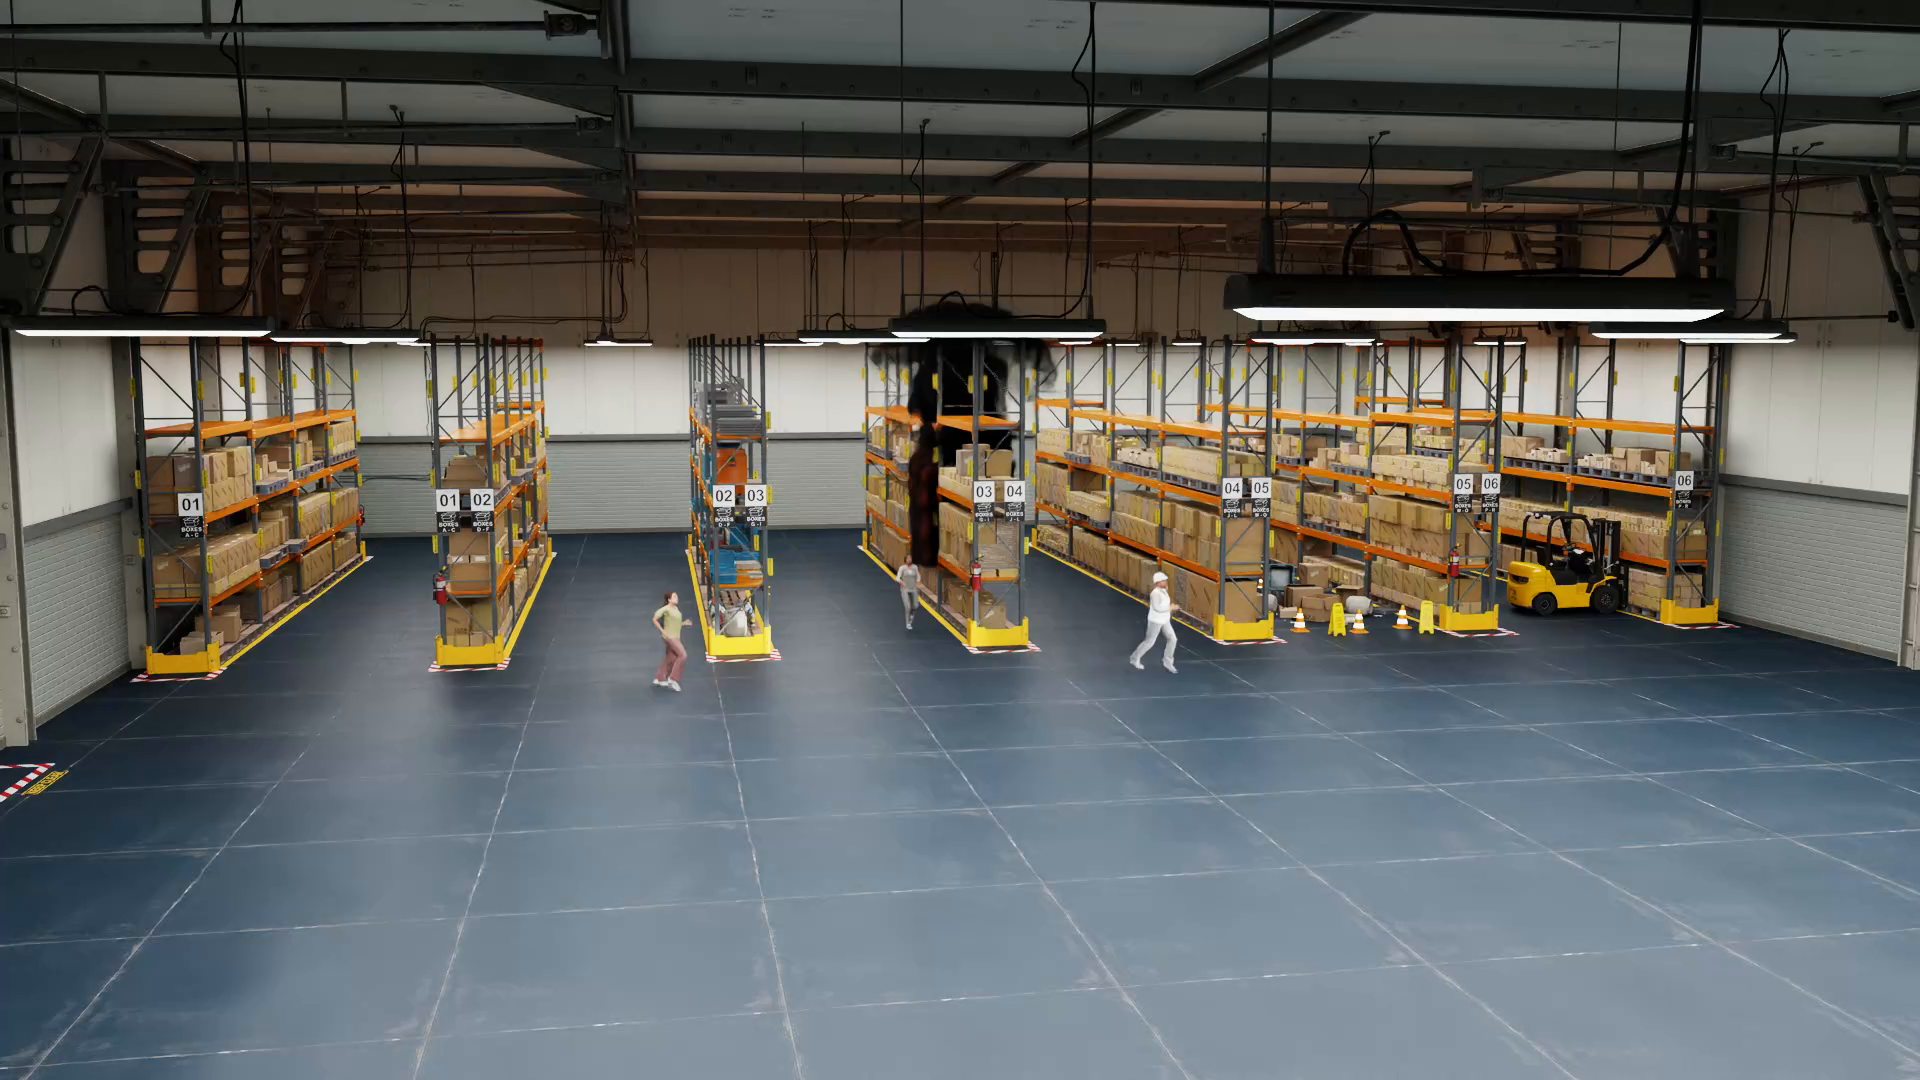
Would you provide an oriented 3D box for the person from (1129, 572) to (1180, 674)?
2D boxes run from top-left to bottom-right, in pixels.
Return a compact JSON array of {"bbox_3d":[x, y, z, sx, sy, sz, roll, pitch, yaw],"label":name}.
[{"bbox_3d":[3.486,1.470,29.529,0.901,1.823,0.663,3,7,28],"label":"person"}]

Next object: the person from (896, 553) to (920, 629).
[{"bbox_3d":[-1.047,1.049,34.110,0.532,1.550,0.559,-2,7,-14],"label":"person"}]

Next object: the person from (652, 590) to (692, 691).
[{"bbox_3d":[-4.870,1.693,28.060,0.700,1.703,0.555,1,7,11],"label":"person"}]
